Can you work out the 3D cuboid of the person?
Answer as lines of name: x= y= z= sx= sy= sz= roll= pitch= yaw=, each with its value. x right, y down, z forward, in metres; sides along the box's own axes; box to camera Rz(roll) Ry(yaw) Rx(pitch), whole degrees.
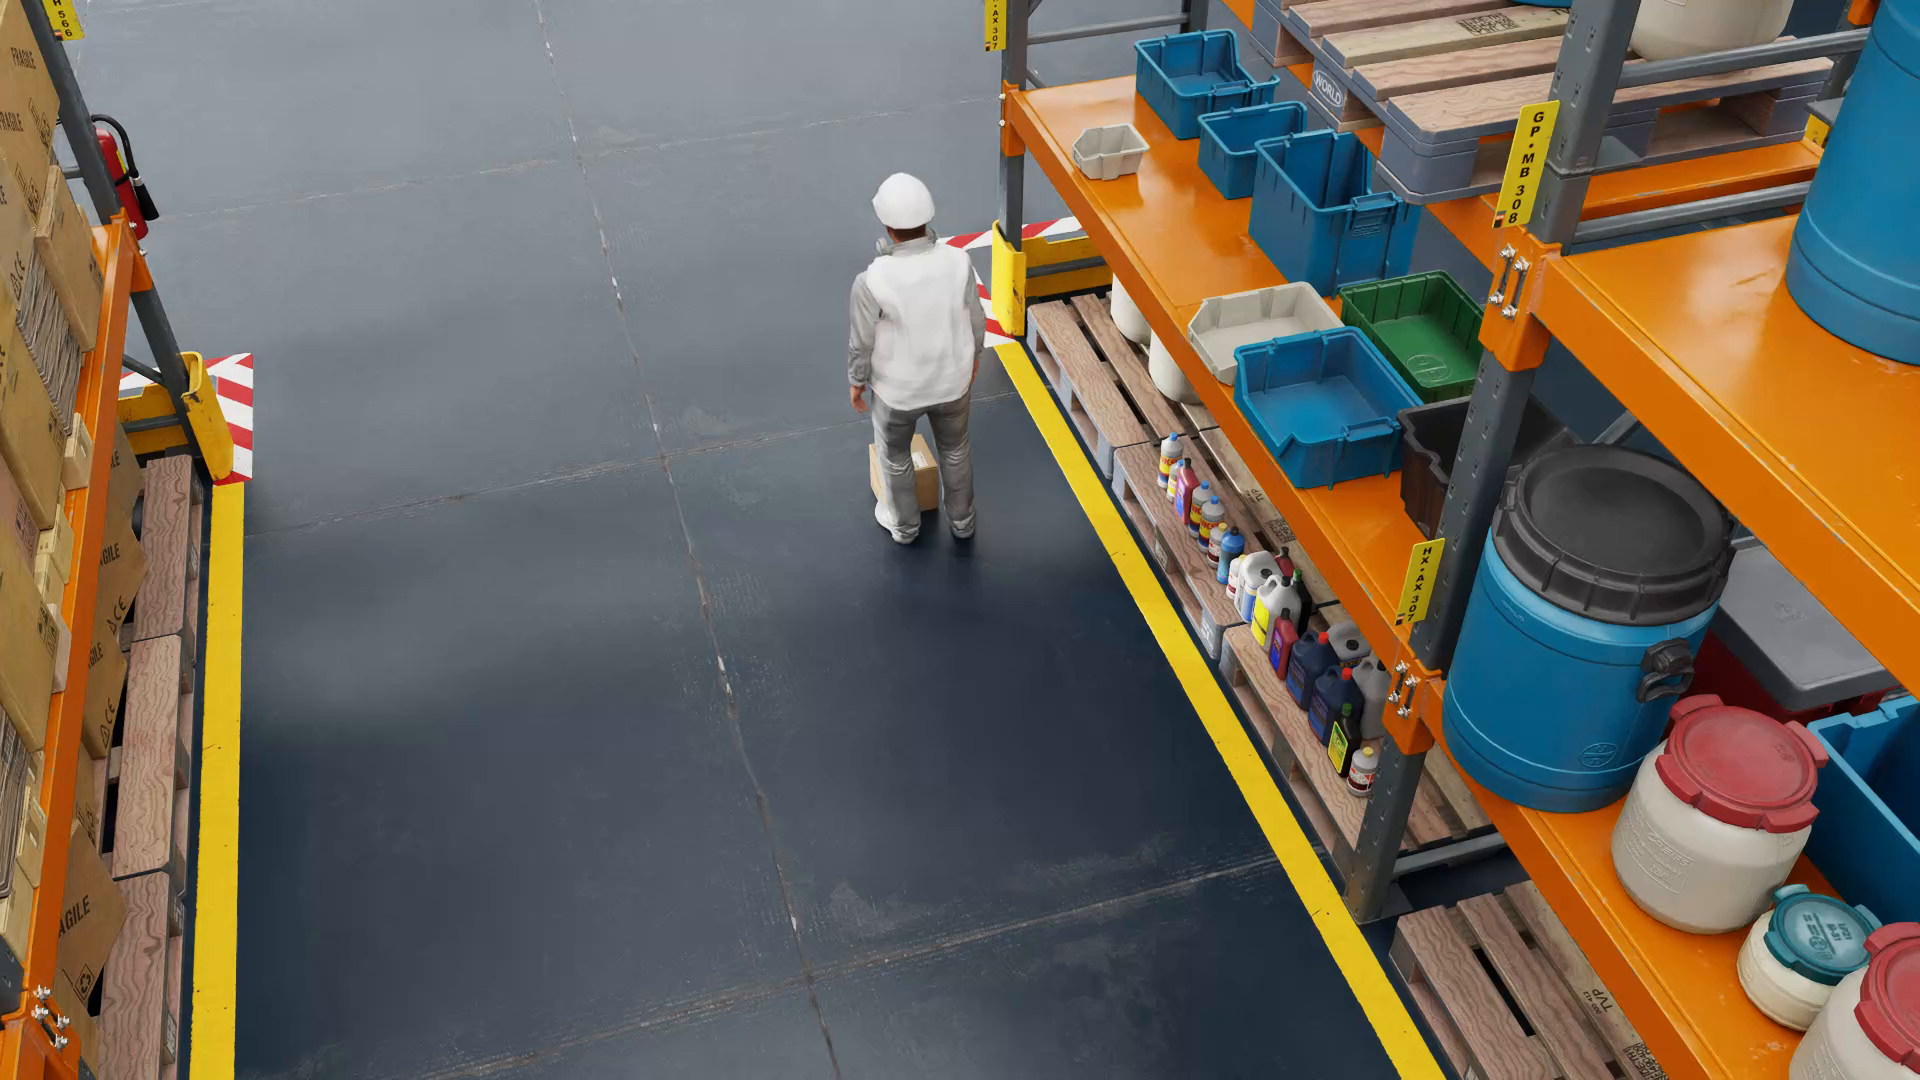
person: x=-0.178 y=-0.695 z=6.912 sx=0.589 sy=1.772 sz=0.464 roll=-13 pitch=44 yaw=-14
